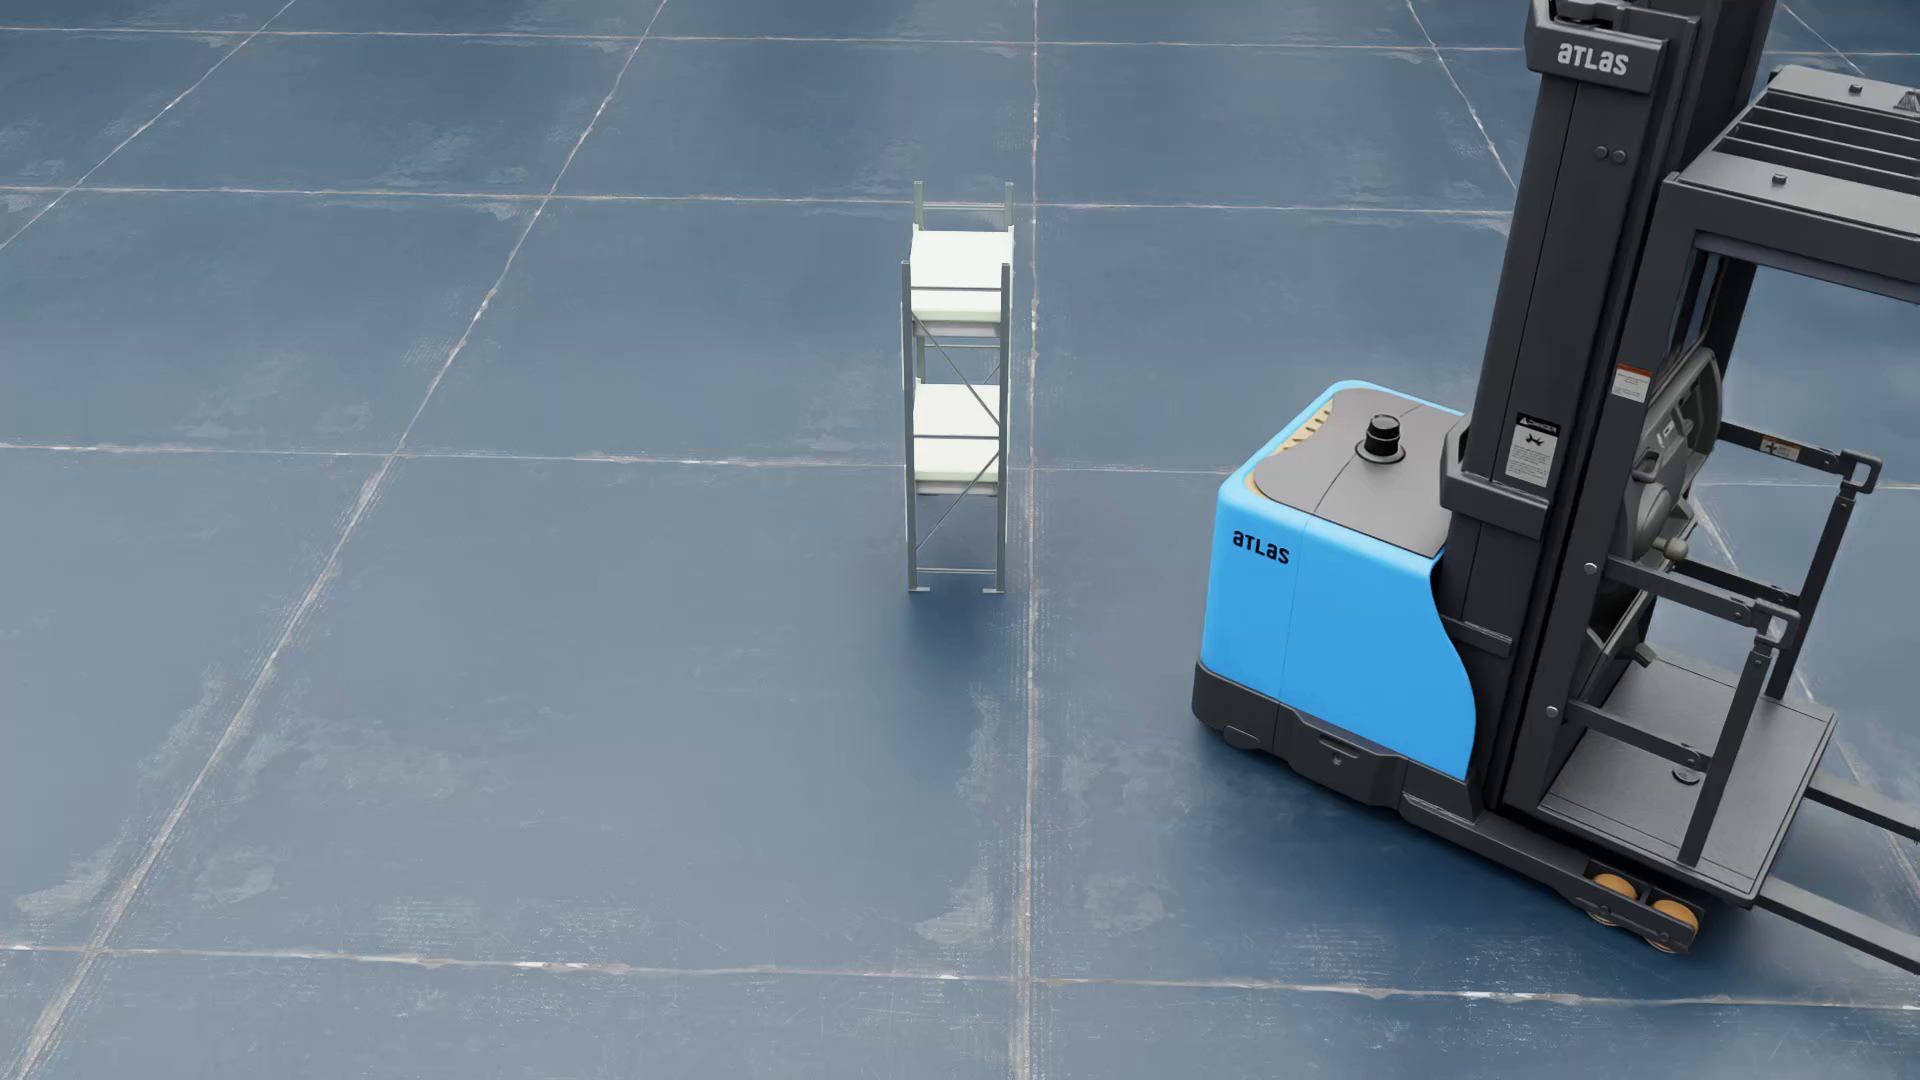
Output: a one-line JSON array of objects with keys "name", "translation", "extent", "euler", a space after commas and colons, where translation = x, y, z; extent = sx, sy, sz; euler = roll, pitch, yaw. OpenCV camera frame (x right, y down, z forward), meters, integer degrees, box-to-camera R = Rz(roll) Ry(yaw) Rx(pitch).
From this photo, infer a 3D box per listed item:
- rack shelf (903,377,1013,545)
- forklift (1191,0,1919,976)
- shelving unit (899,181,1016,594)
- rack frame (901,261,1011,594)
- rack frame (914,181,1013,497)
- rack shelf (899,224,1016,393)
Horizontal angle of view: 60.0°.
[{"name": "rack shelf", "translation": [0.000, -0.343, 7.001], "extent": [0.431, 0.370, 0.720], "euler": [1, 35, 2]}, {"name": "forklift", "translation": [2.354, -0.220, 5.013], "extent": [3.031, 2.935, 1.130], "euler": [23, 41, 29]}, {"name": "shelving unit", "translation": [0.000, -0.610, 6.813], "extent": [0.431, 1.500, 0.755], "euler": [1, 35, 2]}, {"name": "rack frame", "translation": [-0.015, -0.399, 6.514], "extent": [0.400, 1.500, 0.023], "euler": [1, 35, 2]}, {"name": "rack frame", "translation": [0.014, -0.820, 7.113], "extent": [0.400, 1.500, 0.023], "euler": [1, 35, 2]}, {"name": "rack shelf", "translation": [0.000, -0.929, 6.589], "extent": [0.431, 0.370, 0.720], "euler": [1, 35, 2]}]
